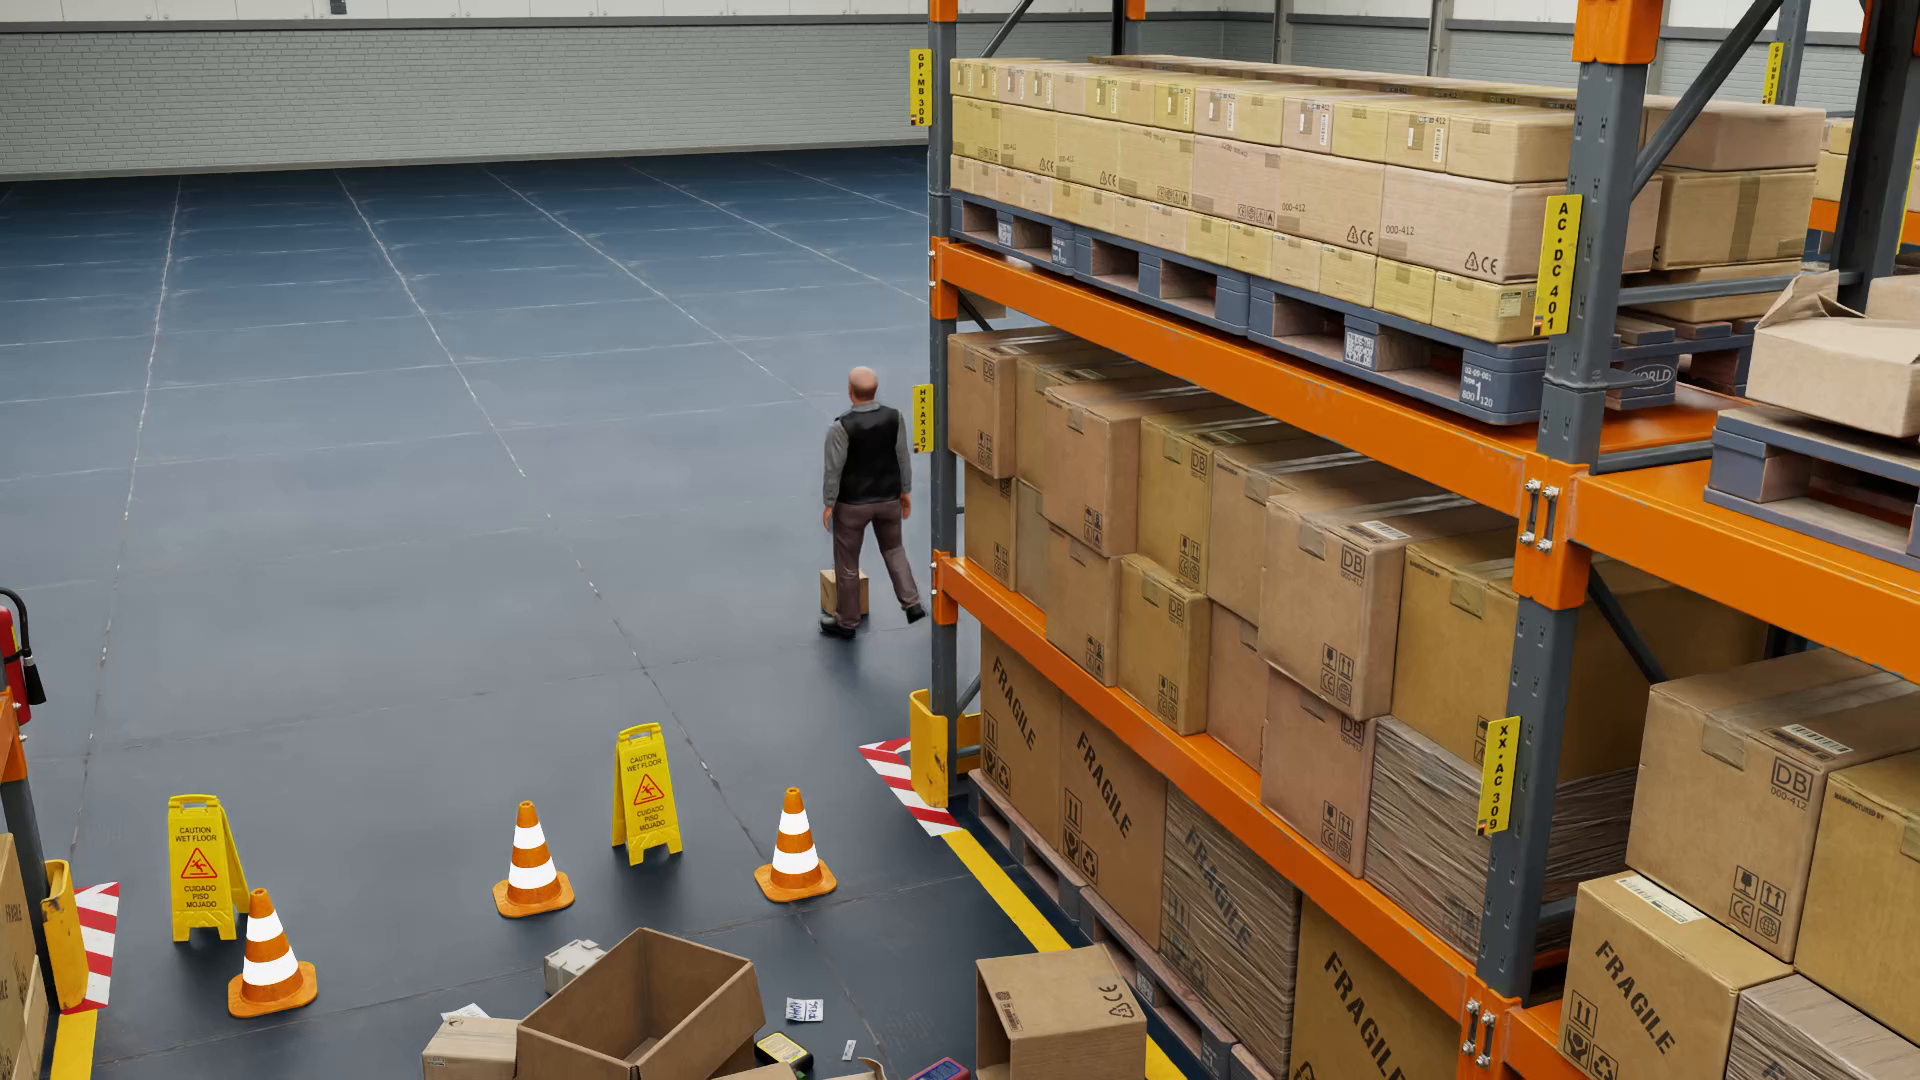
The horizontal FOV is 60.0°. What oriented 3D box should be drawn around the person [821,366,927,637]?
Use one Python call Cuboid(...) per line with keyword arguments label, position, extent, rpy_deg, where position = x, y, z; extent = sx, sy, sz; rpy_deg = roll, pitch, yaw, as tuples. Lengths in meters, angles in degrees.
Cuboid(label="person", position=(-0.555, -0.230, 10.225), extent=(0.634, 1.723, 0.581), rpy_deg=(-11, 22, -29))
